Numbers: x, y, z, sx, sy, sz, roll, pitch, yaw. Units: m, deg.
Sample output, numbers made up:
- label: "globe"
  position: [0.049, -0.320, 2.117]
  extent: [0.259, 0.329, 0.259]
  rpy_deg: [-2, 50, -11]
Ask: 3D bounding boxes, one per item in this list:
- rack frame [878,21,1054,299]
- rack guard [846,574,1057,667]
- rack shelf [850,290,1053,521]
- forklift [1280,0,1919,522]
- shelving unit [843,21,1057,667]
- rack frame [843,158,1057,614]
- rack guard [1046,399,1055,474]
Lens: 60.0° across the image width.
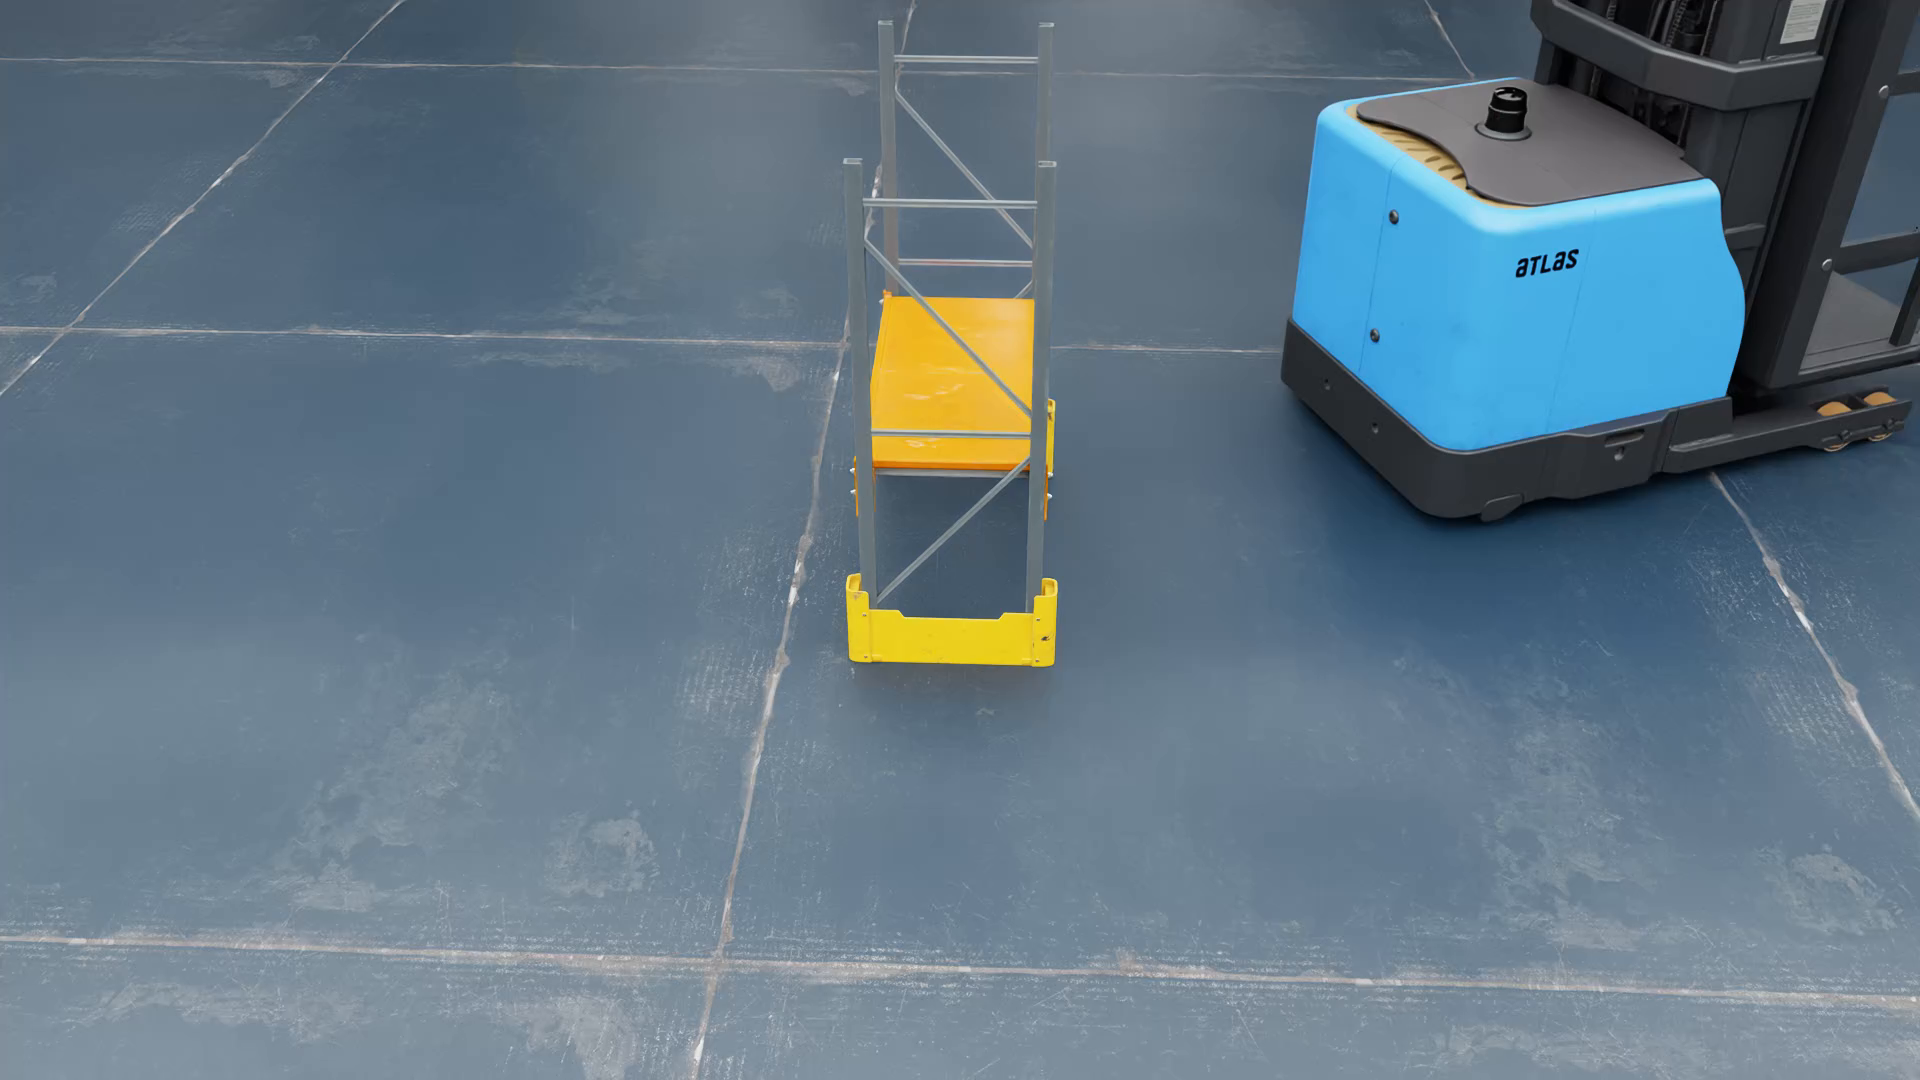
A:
- label: "rack frame"
  position: [0.017, -0.857, 5.165]
  extent: [0.500, 1.500, 0.032]
  rpy_deg: [1, 35, 2]
- label: "rack guard"
  position: [-0.023, 0.228, 4.709]
  extent: [0.587, 0.250, 0.087]
  rpy_deg: [1, 35, 2]
- label: "rack shelf"
  position: [-0.003, -0.417, 4.852]
  extent: [0.538, 0.185, 1.000]
  rpy_deg: [1, 35, 2]
- label: "forklift"
  position: [2.719, -1.774, 5.225]
  extent: [3.031, 2.935, 1.130]
  rpy_deg: [-12, 37, -16]
- label: "shelving unit"
  position: [-0.003, -0.570, 4.756]
  extent: [0.587, 1.500, 1.083]
  rpy_deg: [1, 35, 2]
- label: "rack frame"
  position: [-0.024, -0.273, 4.333]
  extent: [0.500, 1.500, 0.032]
  rpy_deg: [1, 35, 2]
- label: "rack guard"
  position: [0.017, -0.345, 5.523]
  extent: [0.587, 0.250, 0.087]
  rpy_deg: [1, 35, 2]
